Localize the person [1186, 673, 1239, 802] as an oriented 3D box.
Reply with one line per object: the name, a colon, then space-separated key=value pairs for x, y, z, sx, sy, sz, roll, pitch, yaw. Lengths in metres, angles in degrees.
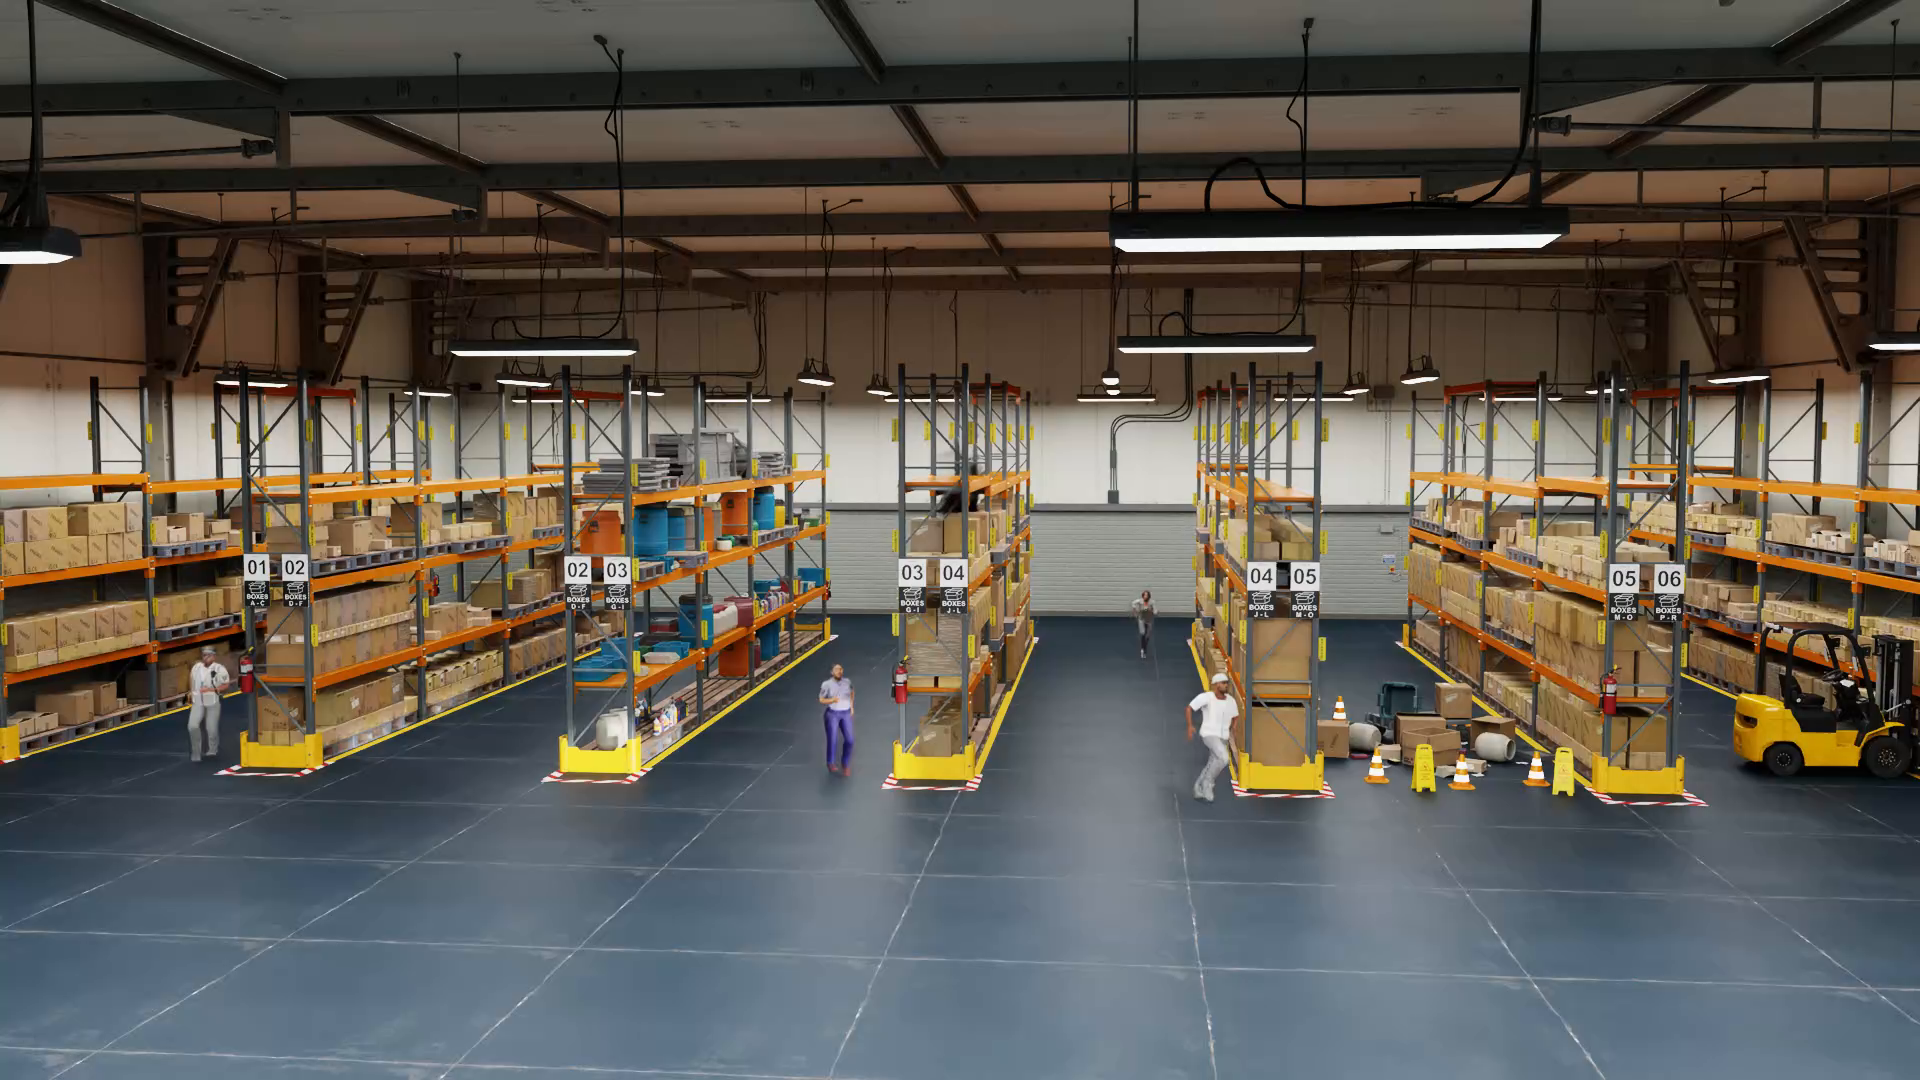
person: x=3.510 y=2.671 z=22.639 sx=0.718 sy=1.699 sz=0.666 roll=-2 pitch=4 yaw=-30

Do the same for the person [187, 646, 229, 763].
person: x=-11.518 y=2.514 z=25.469 sx=0.642 sy=1.820 sz=0.711 roll=0 pitch=4 yaw=-7

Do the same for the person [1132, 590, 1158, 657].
person: x=4.095 y=1.852 z=36.843 sx=0.526 sy=1.523 sz=0.821 roll=0 pitch=4 yaw=-1

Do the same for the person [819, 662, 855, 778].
person: x=-1.770 y=2.634 z=24.287 sx=0.582 sy=1.695 sz=0.680 roll=-1 pitch=4 yaw=-18
